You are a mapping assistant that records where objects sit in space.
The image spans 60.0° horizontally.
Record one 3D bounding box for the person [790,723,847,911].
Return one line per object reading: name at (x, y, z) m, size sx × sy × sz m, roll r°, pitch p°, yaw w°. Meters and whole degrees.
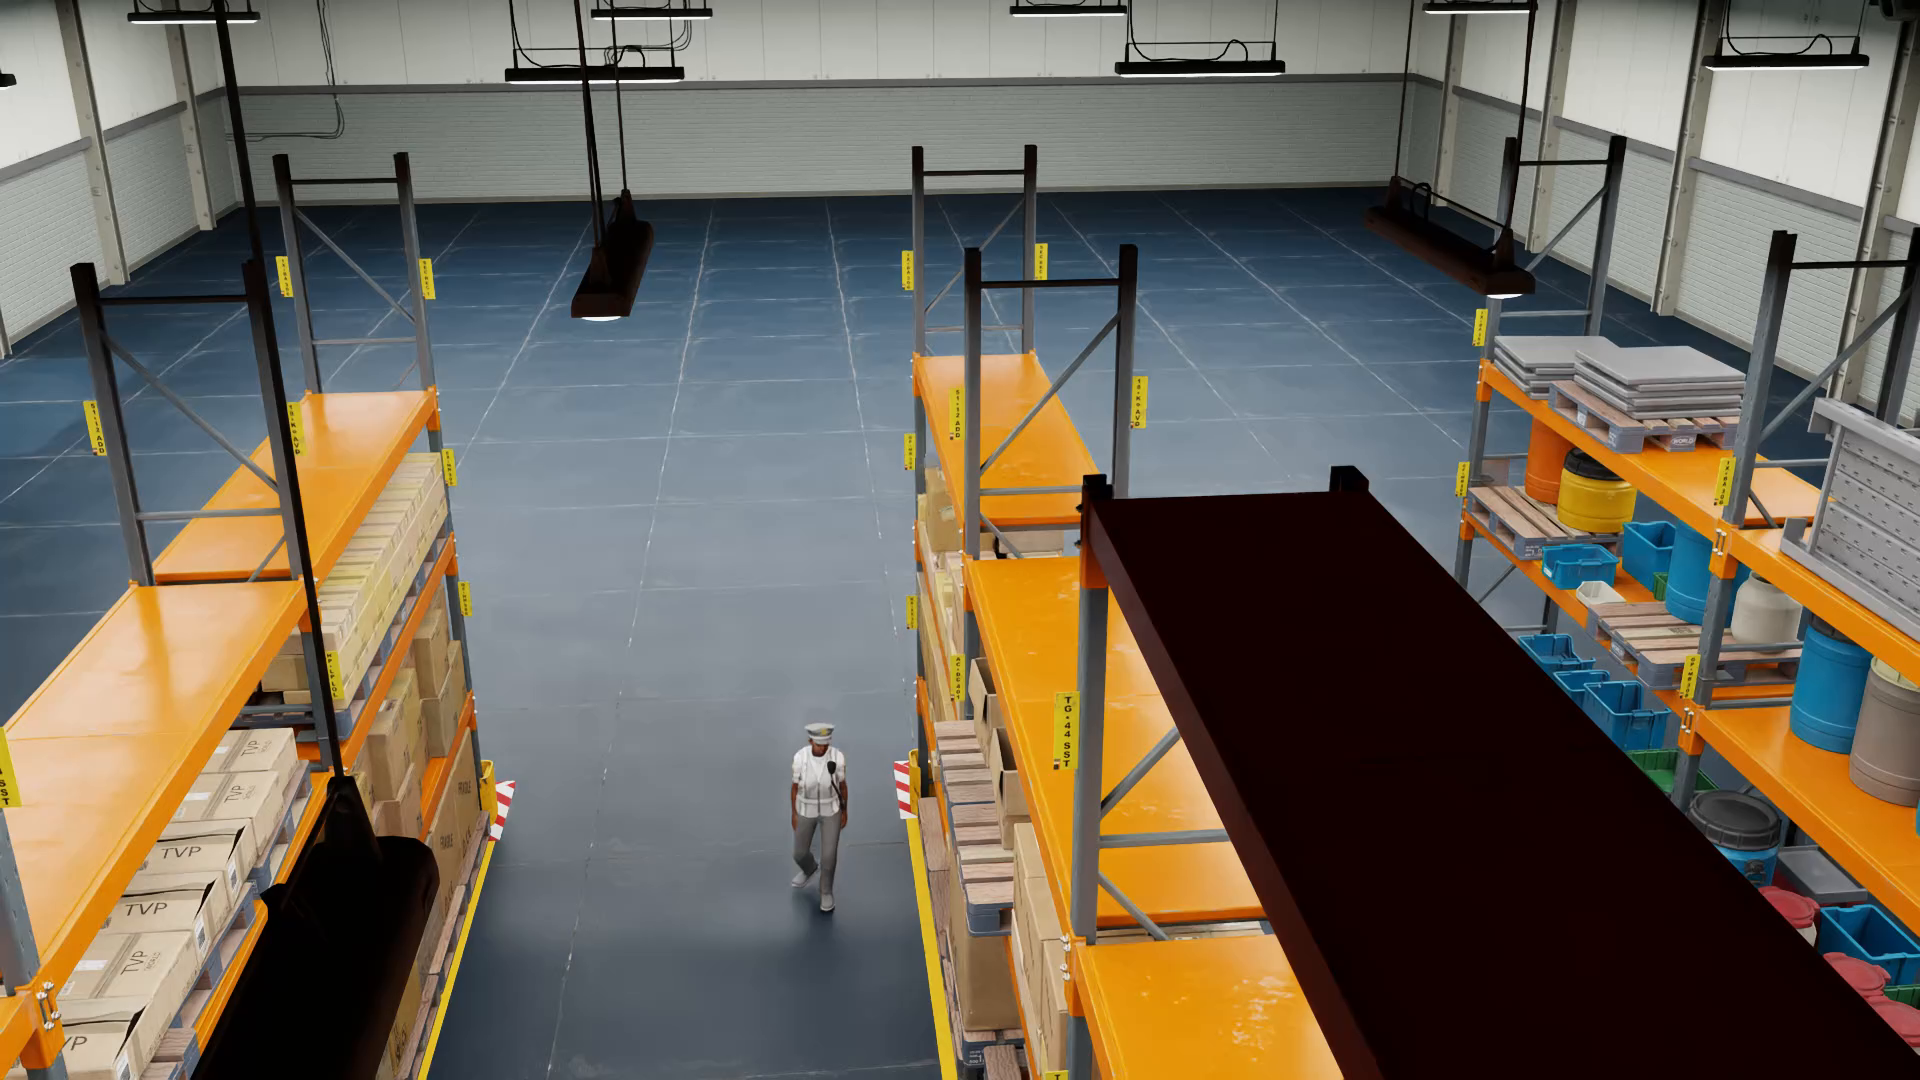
person at (-1.179, 2.232, 13.753) m, size 0.498 × 1.674 × 0.513 m, roll -3°, pitch 22°, yaw -7°
